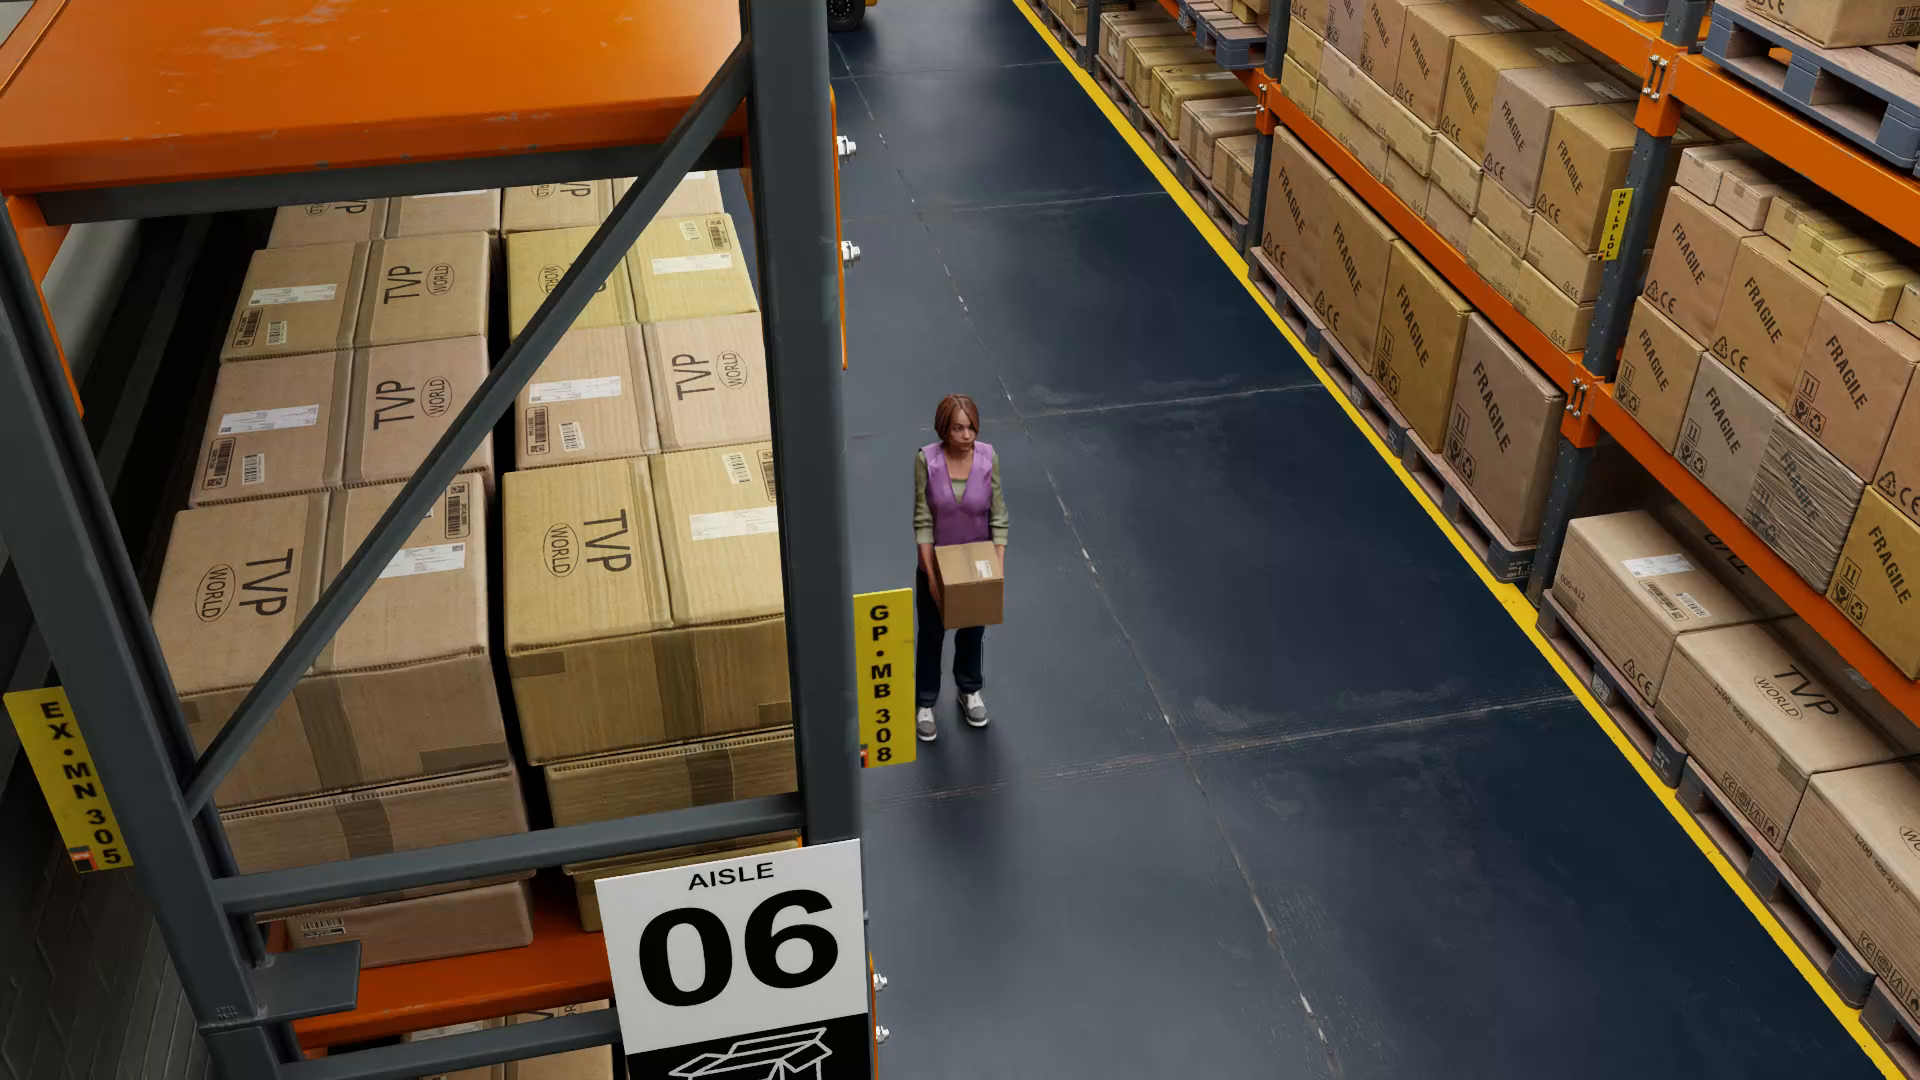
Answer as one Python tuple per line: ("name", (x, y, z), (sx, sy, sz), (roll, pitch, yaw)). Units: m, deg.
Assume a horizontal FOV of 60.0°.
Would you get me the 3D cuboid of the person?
("person", (-0.003, 0.142, 7.151), (0.440, 1.601, 0.459), (-6, 35, -8))
